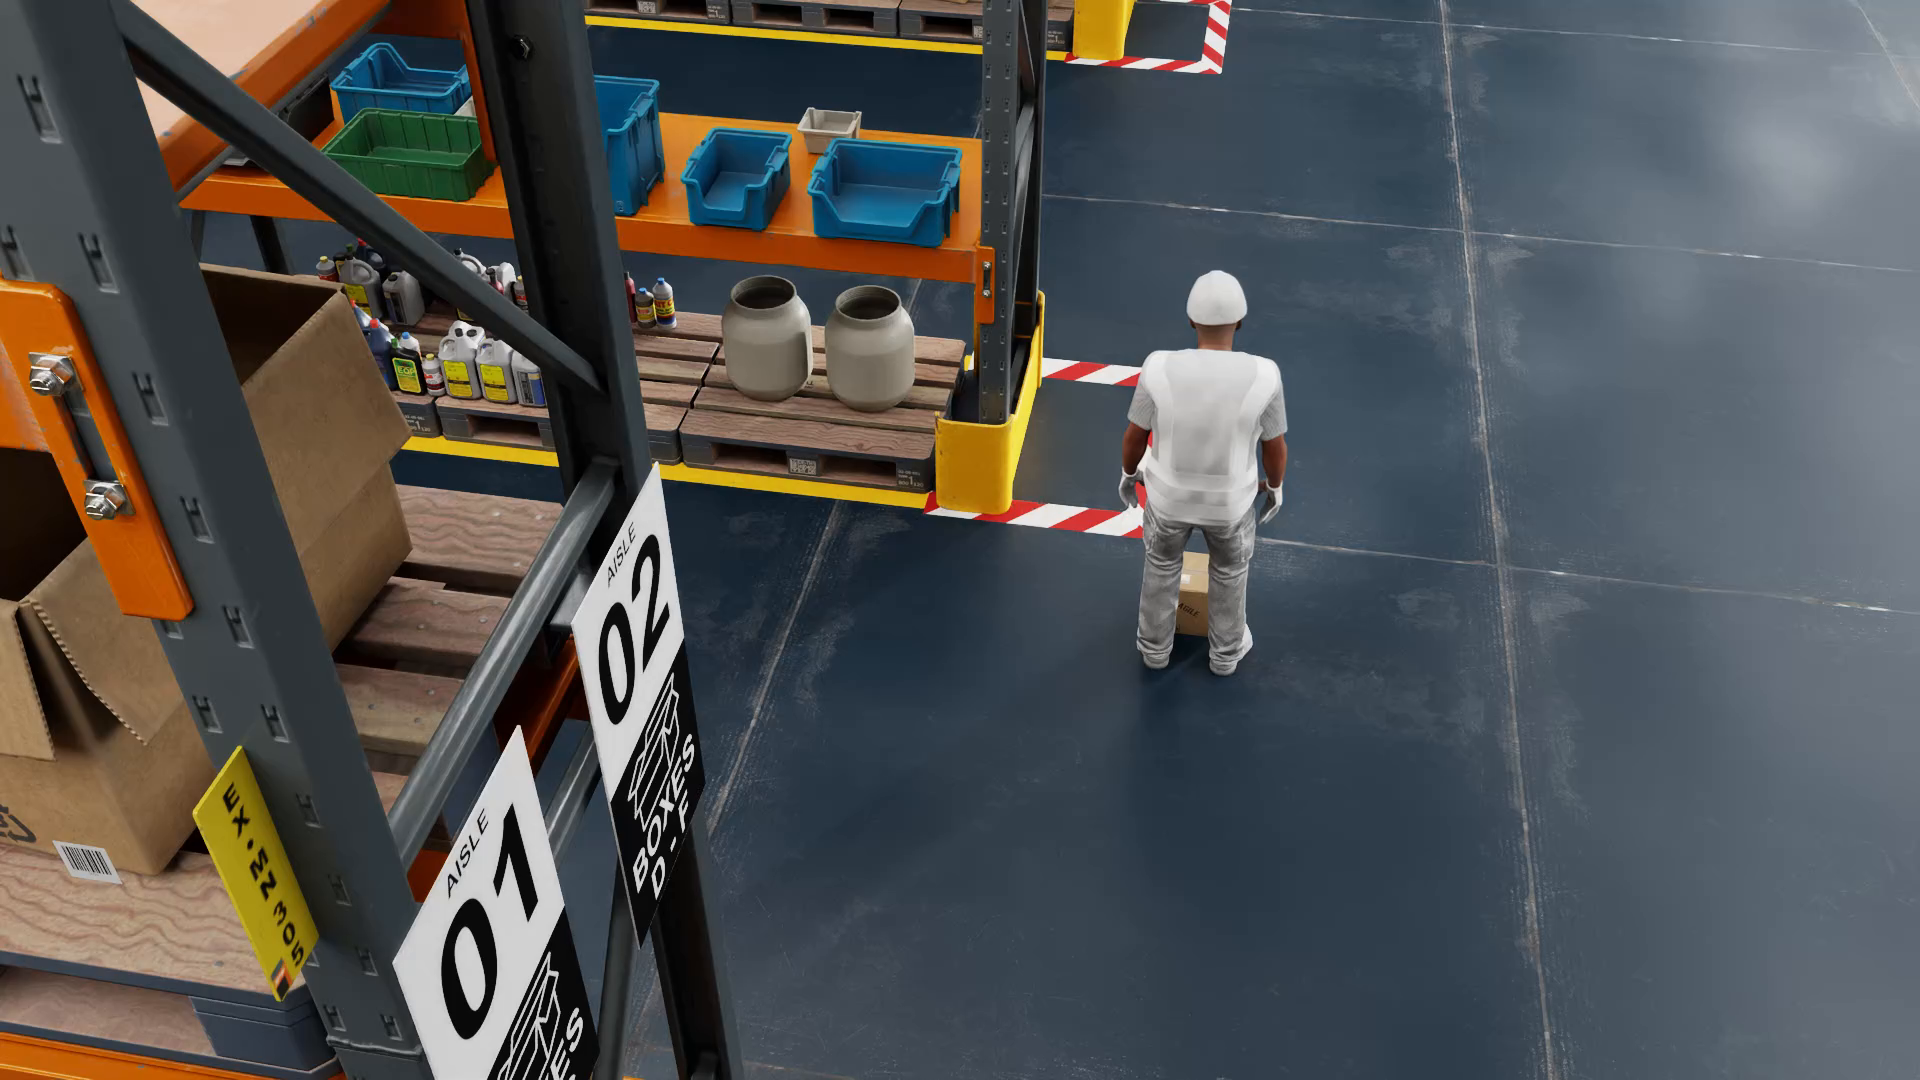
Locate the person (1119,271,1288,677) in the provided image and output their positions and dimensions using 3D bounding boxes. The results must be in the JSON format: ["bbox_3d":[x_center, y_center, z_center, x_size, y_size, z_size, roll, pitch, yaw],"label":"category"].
[{"bbox_3d":[0.928,-0.211,6.398,0.629,1.774,0.452,7,41,8],"label":"person"}]
